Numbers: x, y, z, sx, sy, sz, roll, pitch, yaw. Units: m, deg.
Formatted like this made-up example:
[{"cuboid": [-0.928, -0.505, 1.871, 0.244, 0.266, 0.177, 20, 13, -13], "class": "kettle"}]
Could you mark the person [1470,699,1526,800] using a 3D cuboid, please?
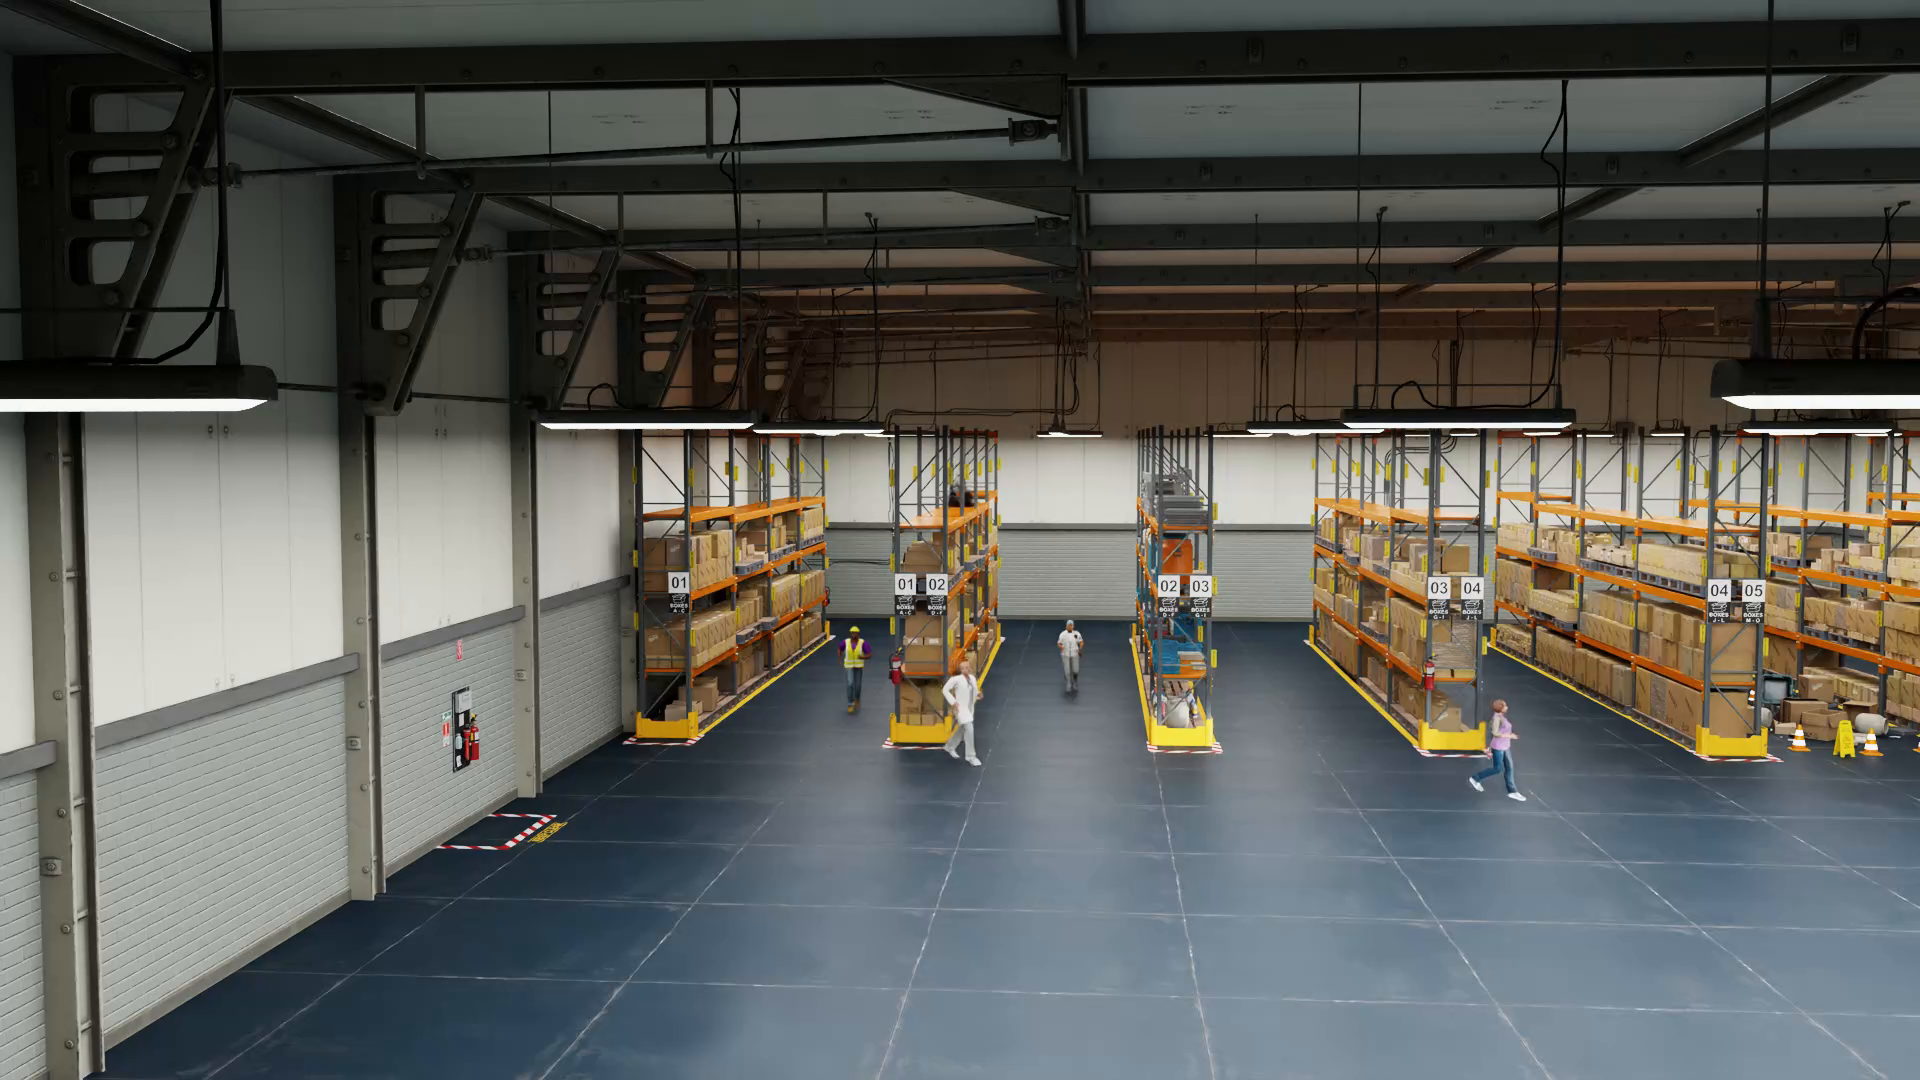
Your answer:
[{"cuboid": [8.565, 3.319, 26.435, 0.871, 1.591, 0.538, 2, 4, 33], "class": "person"}]

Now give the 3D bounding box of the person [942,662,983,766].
[{"cuboid": [0.056, 3.044, 29.473, 0.936, 1.807, 0.700, 3, 4, 40], "class": "person"}]

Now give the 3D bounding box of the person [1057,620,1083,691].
[{"cuboid": [2.512, 2.637, 37.802, 0.599, 1.621, 0.557, 0, 3, 2], "class": "person"}]

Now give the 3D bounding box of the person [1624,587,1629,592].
[{"cuboid": [18.828, 2.080, 47.325, 0.557, 1.616, 0.556, 0, 3, 3], "class": "person"}]

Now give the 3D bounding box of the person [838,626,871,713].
[{"cuboid": [-2.225, 2.703, 35.104, 0.707, 1.776, 0.896, 0, 3, -5], "class": "person"}]
